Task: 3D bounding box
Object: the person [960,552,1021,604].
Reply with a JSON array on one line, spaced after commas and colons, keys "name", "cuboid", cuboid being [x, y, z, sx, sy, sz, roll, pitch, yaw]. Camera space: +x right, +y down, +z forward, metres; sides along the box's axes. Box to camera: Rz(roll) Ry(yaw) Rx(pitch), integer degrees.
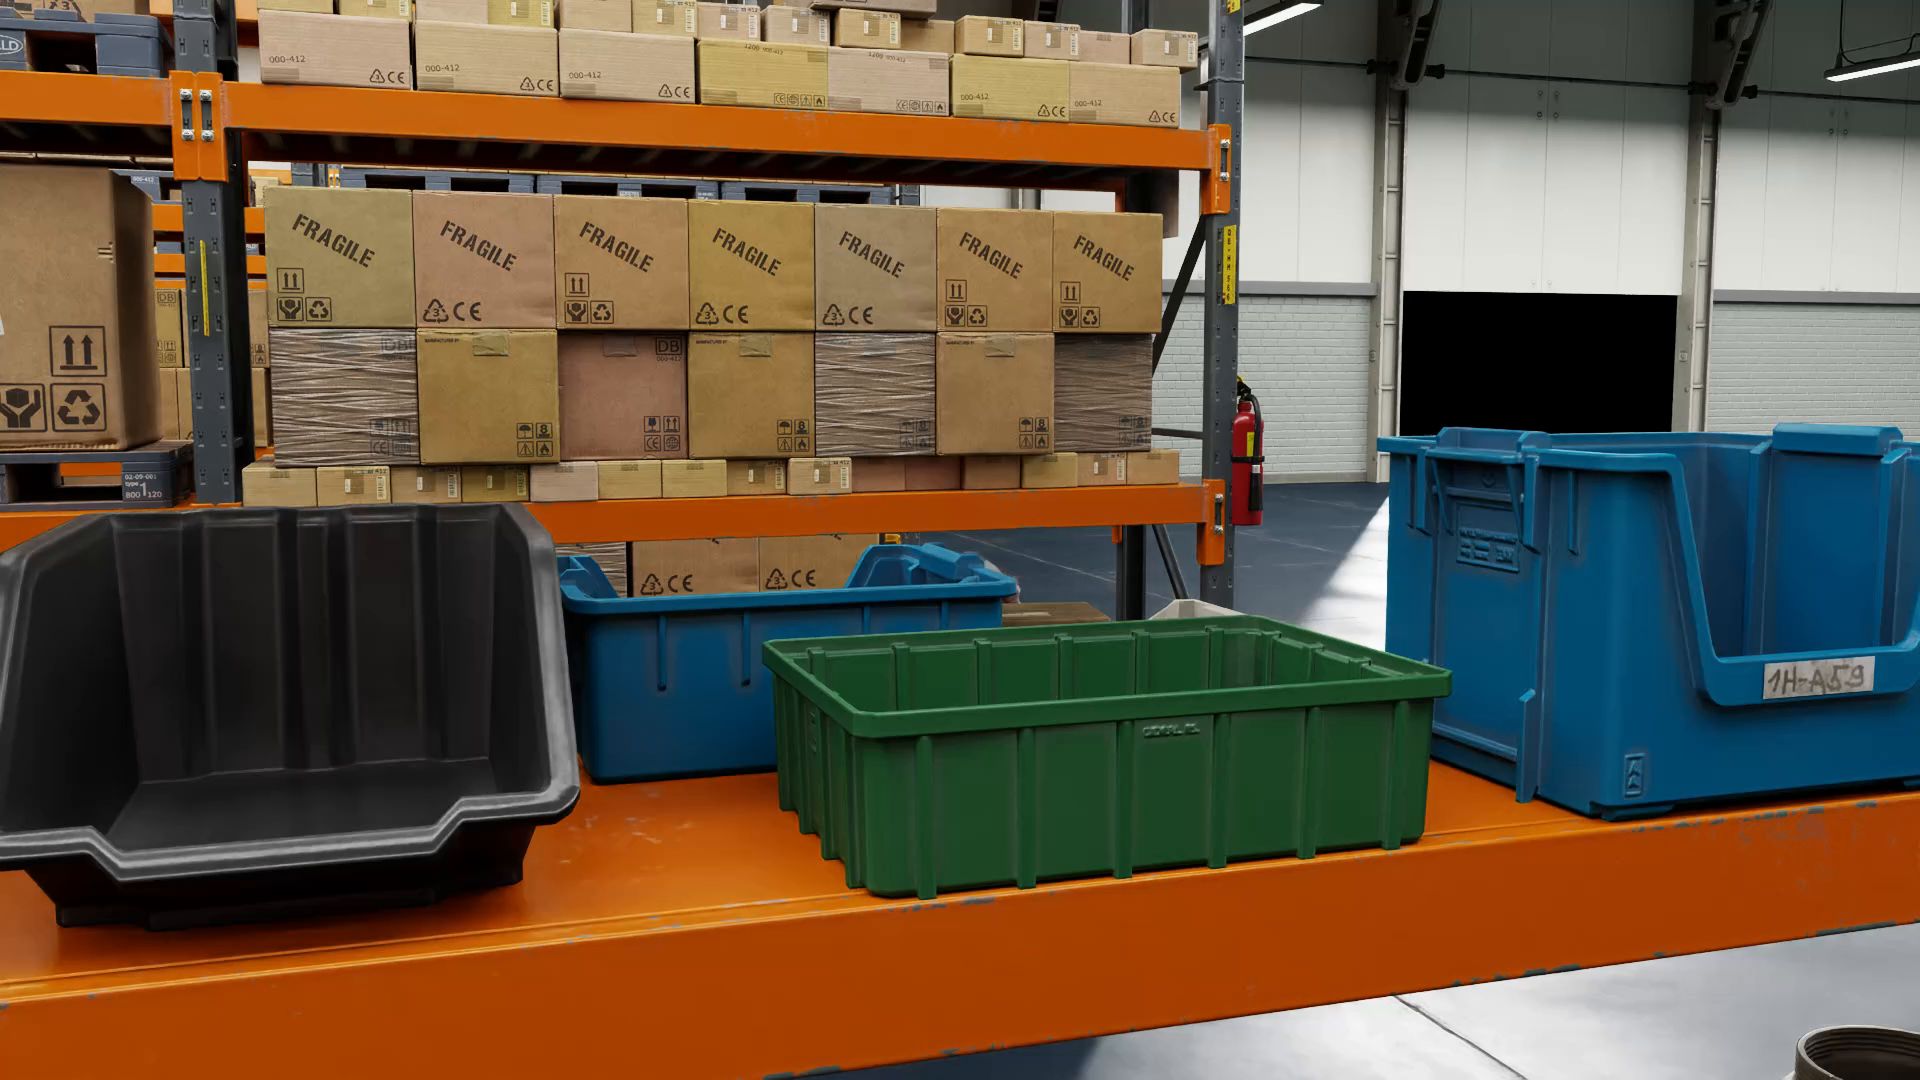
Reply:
[{"name": "person", "cuboid": [0.105, 0.476, 9.354, 0.429, 0.779, 0.871, -2, 6, -21]}]
